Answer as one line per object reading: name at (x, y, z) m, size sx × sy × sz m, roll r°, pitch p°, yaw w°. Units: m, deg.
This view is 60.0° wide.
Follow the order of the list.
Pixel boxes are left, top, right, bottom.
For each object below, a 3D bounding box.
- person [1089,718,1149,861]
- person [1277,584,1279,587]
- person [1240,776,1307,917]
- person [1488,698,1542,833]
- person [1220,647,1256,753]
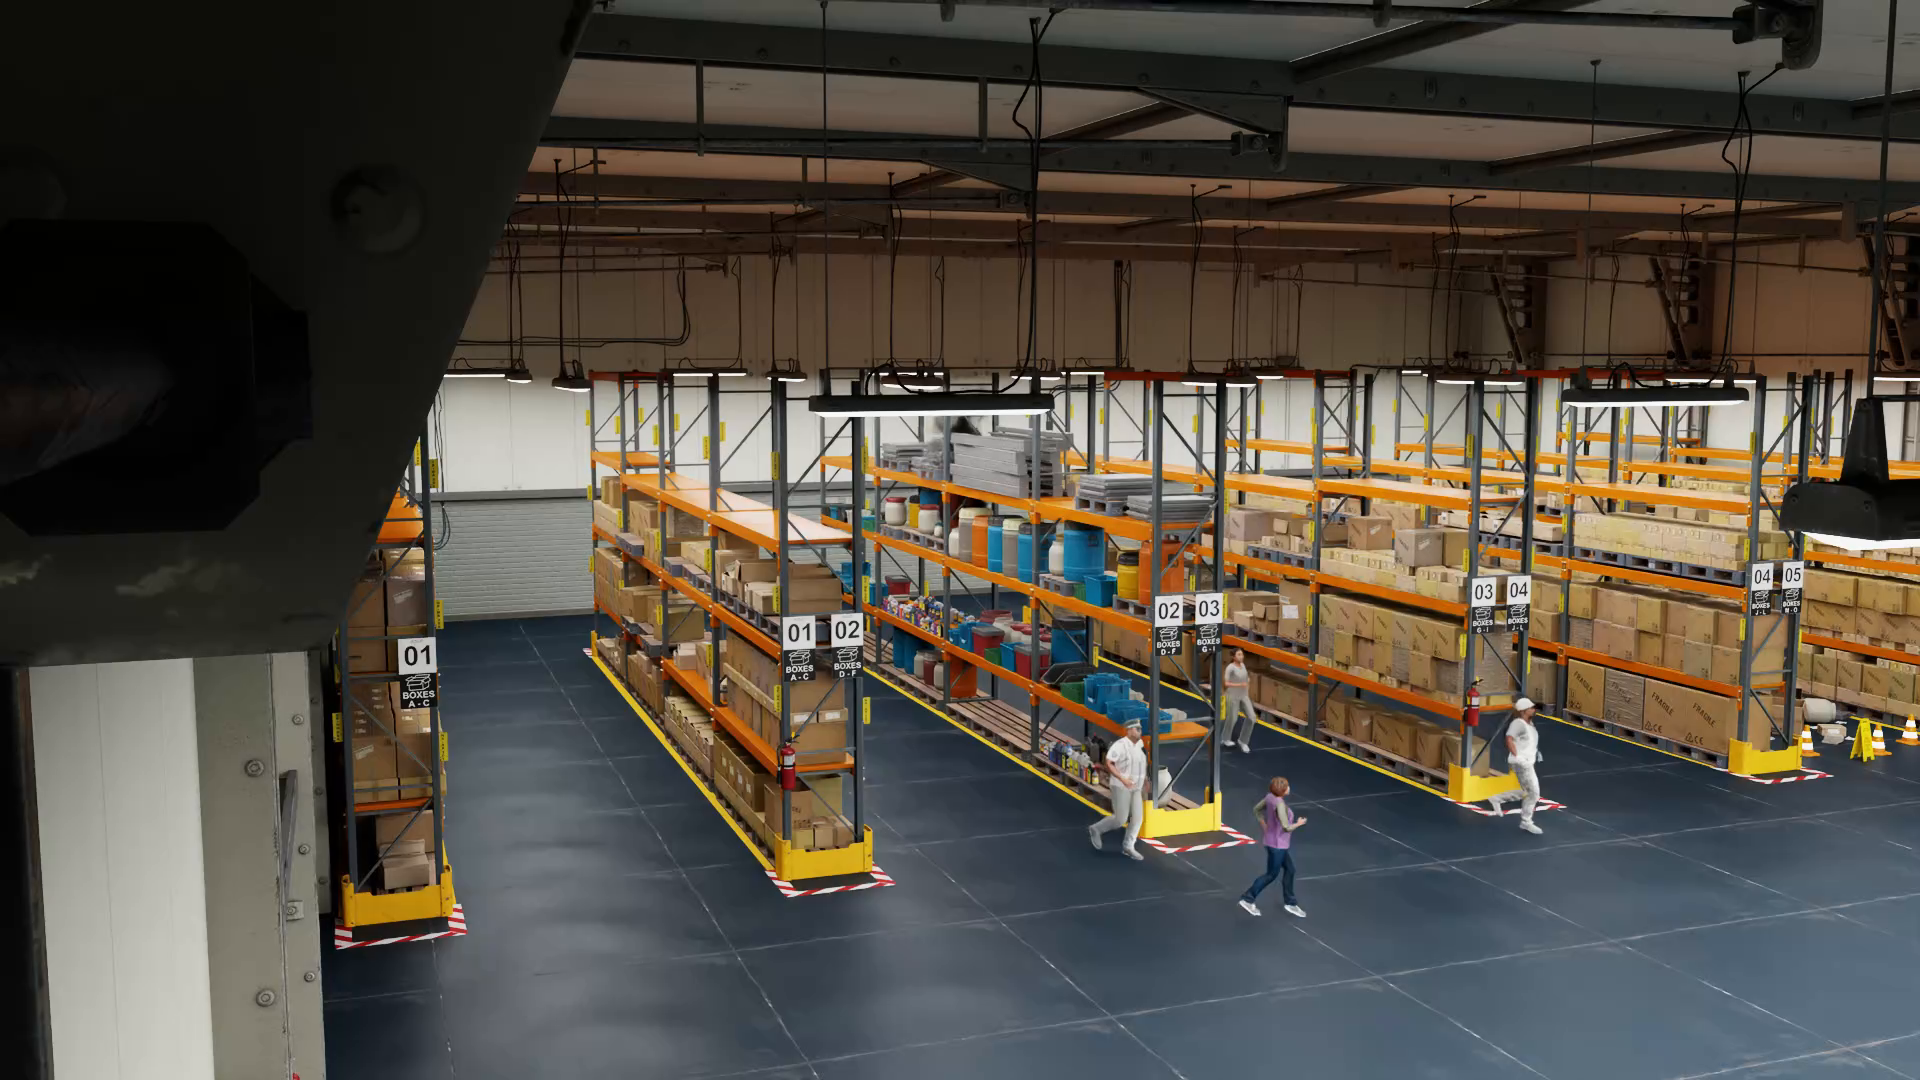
person at (2.124, 3.118, 21.166) m, size 0.771 × 1.750 × 0.713 m, roll 6°, pitch 9°, yaw 44°
person at (8.307, 0.782, 42.199) m, size 0.640 × 1.711 × 0.638 m, roll -2°, pitch 7°, yaw -18°
person at (3.524, 3.448, 18.626) m, size 0.772 × 1.630 × 0.576 m, roll 0°, pitch 6°, yaw -1°
person at (7.517, 2.995, 22.365) m, size 0.747 × 1.745 × 0.739 m, roll 4°, pitch 7°, yaw 29°
person at (4.425, 2.553, 26.536) m, size 0.542 × 1.710 × 0.731 m, roll -3°, pitch 7°, yaw -28°
